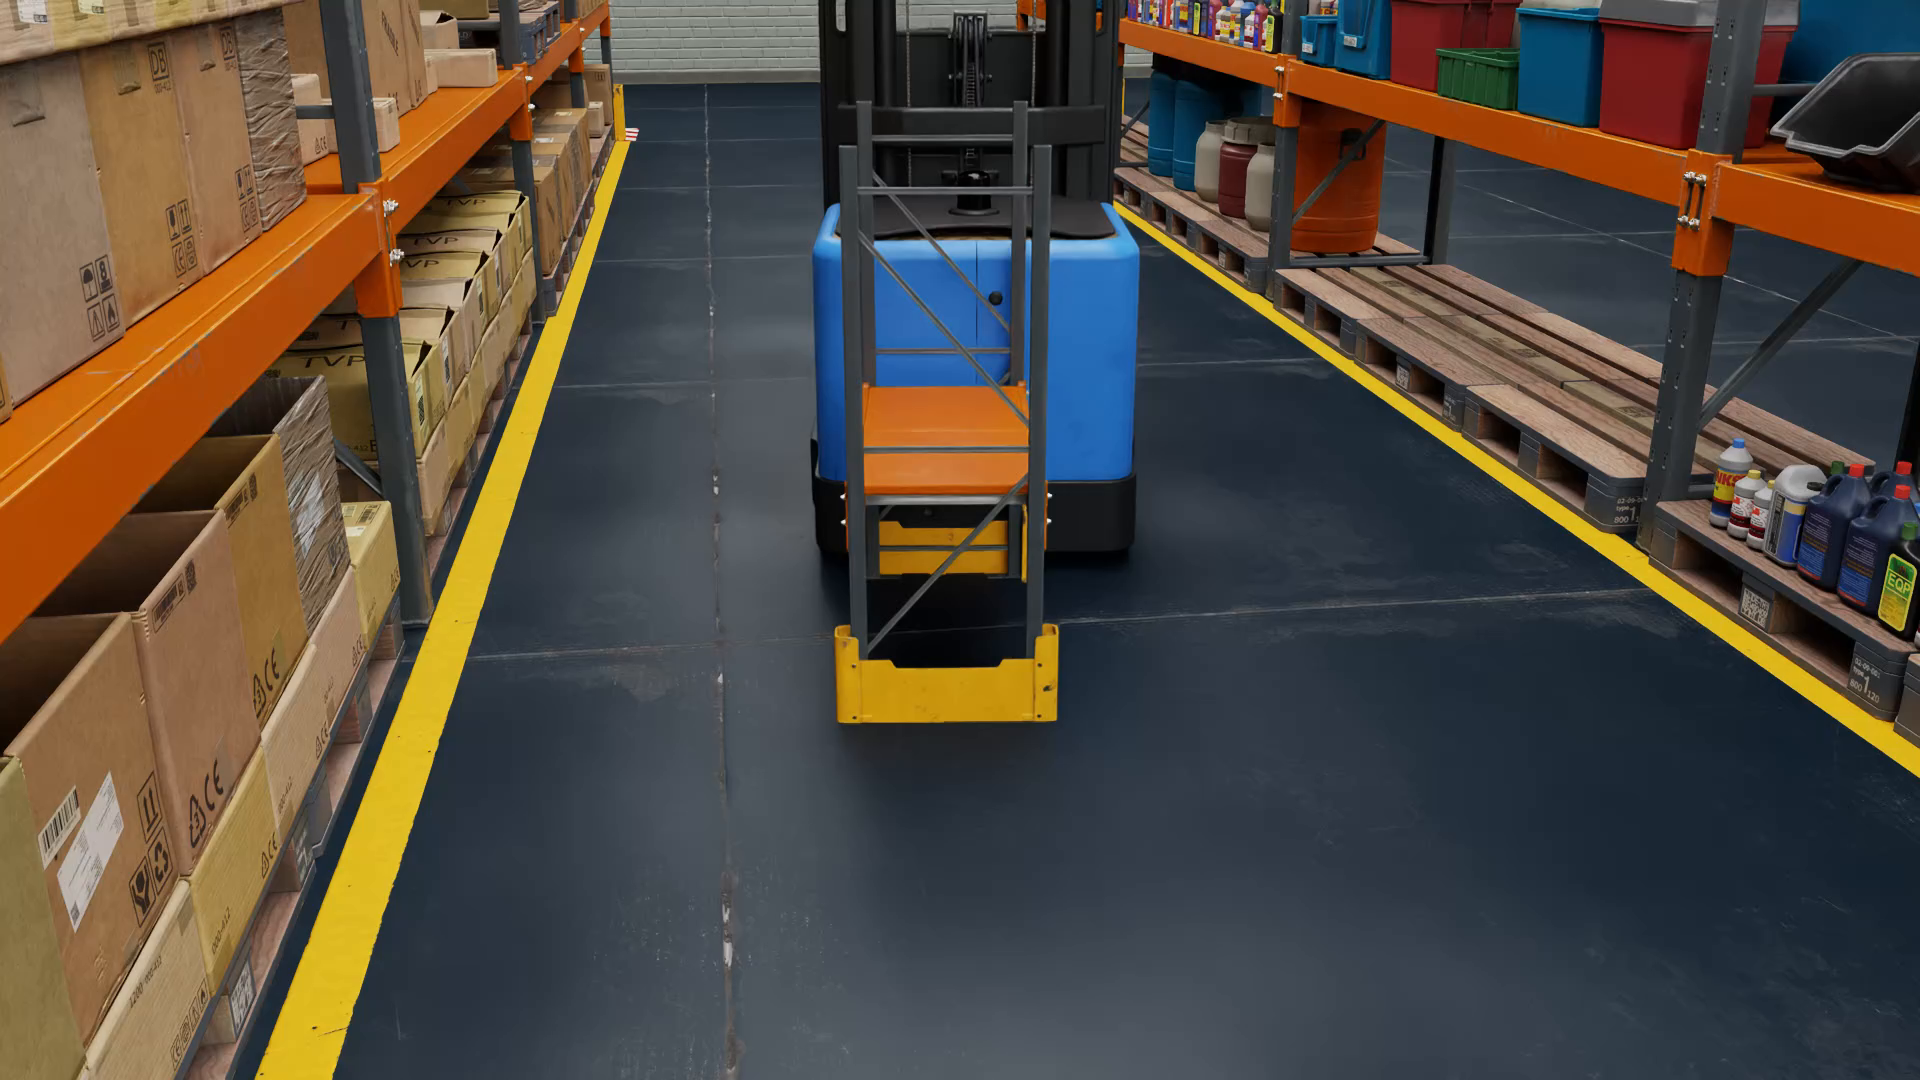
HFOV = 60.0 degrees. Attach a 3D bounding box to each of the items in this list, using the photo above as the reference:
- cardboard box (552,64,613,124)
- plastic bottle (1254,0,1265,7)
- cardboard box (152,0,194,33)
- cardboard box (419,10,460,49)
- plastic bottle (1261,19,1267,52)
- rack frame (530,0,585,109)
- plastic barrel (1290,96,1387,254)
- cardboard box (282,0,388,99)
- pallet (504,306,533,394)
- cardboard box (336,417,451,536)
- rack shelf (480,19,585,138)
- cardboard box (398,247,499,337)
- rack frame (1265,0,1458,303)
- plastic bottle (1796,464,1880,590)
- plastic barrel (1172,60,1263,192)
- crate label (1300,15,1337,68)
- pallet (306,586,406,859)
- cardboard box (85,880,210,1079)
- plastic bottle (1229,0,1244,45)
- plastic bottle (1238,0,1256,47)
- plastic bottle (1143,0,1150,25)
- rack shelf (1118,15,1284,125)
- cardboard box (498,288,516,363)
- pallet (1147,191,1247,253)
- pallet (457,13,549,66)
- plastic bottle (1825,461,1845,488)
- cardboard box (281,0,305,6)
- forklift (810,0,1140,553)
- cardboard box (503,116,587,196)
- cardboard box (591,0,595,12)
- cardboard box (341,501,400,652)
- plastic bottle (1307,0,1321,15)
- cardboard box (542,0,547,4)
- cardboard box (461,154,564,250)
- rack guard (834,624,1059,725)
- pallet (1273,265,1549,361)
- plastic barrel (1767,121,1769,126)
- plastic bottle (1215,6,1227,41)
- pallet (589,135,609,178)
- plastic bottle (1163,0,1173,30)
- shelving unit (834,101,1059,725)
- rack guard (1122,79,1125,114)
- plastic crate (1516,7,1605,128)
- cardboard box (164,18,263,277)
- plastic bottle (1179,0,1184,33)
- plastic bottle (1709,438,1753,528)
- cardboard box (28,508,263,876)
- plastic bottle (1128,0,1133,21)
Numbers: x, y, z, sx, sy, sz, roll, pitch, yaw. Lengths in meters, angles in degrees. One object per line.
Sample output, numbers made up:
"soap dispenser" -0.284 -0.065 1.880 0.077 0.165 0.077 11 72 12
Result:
"cardboard box" -3.513 -4.152 15.490 0.500 0.500 0.500 -3 21 -8
"plastic bottle" 2.044 -3.616 11.294 0.097 0.271 0.097 0 20 0
"cardboard box" -1.709 -1.053 3.179 0.380 0.149 0.250 -3 21 -8
"cardboard box" -2.673 -2.353 7.857 0.500 0.311 0.500 -2 21 -4
"plastic bottle" 1.741 -2.838 9.312 0.097 0.201 0.097 0 20 0
"rack frame" -3.258 -3.908 11.893 1.000 3.000 0.127 -3 21 -8
"plastic barrel" 2.133 -2.120 9.607 0.600 0.830 0.708 -3 21 -8
"cardboard box" -2.276 -1.634 5.661 0.500 0.500 0.500 -1 21 -4
"pallet" -2.602 -0.930 7.904 1.003 0.211 1.213 -3 21 -8
"cardboard box" -1.918 -0.199 5.291 0.500 0.250 0.500 -3 21 -9
"rack shelf" -2.970 -2.879 10.164 1.077 0.370 4.000 -3 21 -8
"cardboard box" -2.141 -0.997 6.628 0.500 0.311 0.500 -2 21 -6
"rack frame" 2.220 -2.772 8.850 1.000 3.000 0.127 -3 21 -8
"plastic bottle" 2.503 -0.052 4.724 0.144 0.351 0.185 -2 21 -6
"plastic barrel" 1.807 -2.936 11.689 0.600 0.901 0.708 -3 21 -8
"crate label" 1.910 -2.528 8.438 0.303 0.233 0.416 -3 21 -8
"pallet" -2.032 0.445 4.221 1.003 0.211 1.213 -3 21 -8
"cardboard box" -1.533 0.795 2.630 0.500 0.250 0.500 -3 21 -8
"plastic bottle" 1.652 -3.086 9.874 0.097 0.271 0.097 0 20 0
"plastic bottle" 1.680 -3.018 9.694 0.097 0.271 0.097 0 20 0
"plastic bottle" 1.386 -3.792 11.760 0.152 0.276 0.135 -3 21 -8
"rack shelf" 1.932 -3.127 10.830 1.077 0.370 4.000 -3 21 -8
"cardboard box" -2.217 -0.909 7.193 0.500 0.250 0.500 -2 21 -7
"pallet" 1.893 -2.158 11.192 1.003 0.211 1.213 -3 21 -8
"pallet" -2.849 -2.664 8.837 1.213 0.211 1.003 -3 21 -8
"plastic bottle" 2.588 -0.083 4.905 0.061 0.283 0.133 -3 21 -8
"cardboard box" -1.854 -1.406 4.122 0.380 0.149 0.250 -3 21 -8
"forklift" 0.027 -1.795 6.333 1.130 2.935 3.031 0 20 -1
"cardboard box" -2.841 -2.615 11.375 0.500 0.500 0.500 -3 21 -8
"cardboard box" -3.209 -4.496 13.323 0.500 0.500 0.500 -3 21 -8
"cardboard box" -1.822 0.103 4.484 0.500 0.250 0.500 -3 21 -8
"plastic bottle" 2.278 -3.360 10.602 0.152 0.276 0.135 -3 21 -8
"cardboard box" -2.943 -3.543 10.172 0.700 0.500 0.500 -8 22 -21
"cardboard box" -2.546 -1.911 9.490 0.500 0.500 0.500 -4 21 -10
"rack guard" -0.035 0.355 4.408 0.587 0.250 0.087 0 20 -1
"pallet" 2.294 -1.195 8.614 1.003 0.211 1.213 -3 21 -8
"plastic barrel" 2.876 -1.793 6.035 0.433 0.535 0.433 0 20 0
"plastic bottle" 1.610 -3.154 10.157 0.097 0.201 0.097 0 20 0
"pallet" -3.536 -3.263 14.151 1.003 0.211 1.213 -3 21 -8
"plastic bottle" 1.467 -3.598 11.241 0.152 0.276 0.135 -3 21 -8
"shelving unit" -0.043 -0.404 4.655 0.587 1.500 1.083 0 20 -1
"rack guard" 1.051 -4.378 16.724 1.175 0.500 0.348 -3 21 -8
"plastic crate" 2.330 -1.745 6.125 0.392 0.384 0.575 -3 21 -8
"cardboard box" -1.953 -0.849 3.560 0.700 0.500 0.500 -3 21 -8
"plastic bottle" 1.490 -3.474 10.915 0.097 0.271 0.097 0 20 0
"plastic bottle" 2.409 -0.182 5.188 0.097 0.271 0.097 0 20 0
"cardboard box" -1.599 0.270 2.963 0.500 0.500 0.500 -3 21 -8
"plastic bottle" 1.274 -3.953 12.181 0.061 0.283 0.133 -3 21 -8
